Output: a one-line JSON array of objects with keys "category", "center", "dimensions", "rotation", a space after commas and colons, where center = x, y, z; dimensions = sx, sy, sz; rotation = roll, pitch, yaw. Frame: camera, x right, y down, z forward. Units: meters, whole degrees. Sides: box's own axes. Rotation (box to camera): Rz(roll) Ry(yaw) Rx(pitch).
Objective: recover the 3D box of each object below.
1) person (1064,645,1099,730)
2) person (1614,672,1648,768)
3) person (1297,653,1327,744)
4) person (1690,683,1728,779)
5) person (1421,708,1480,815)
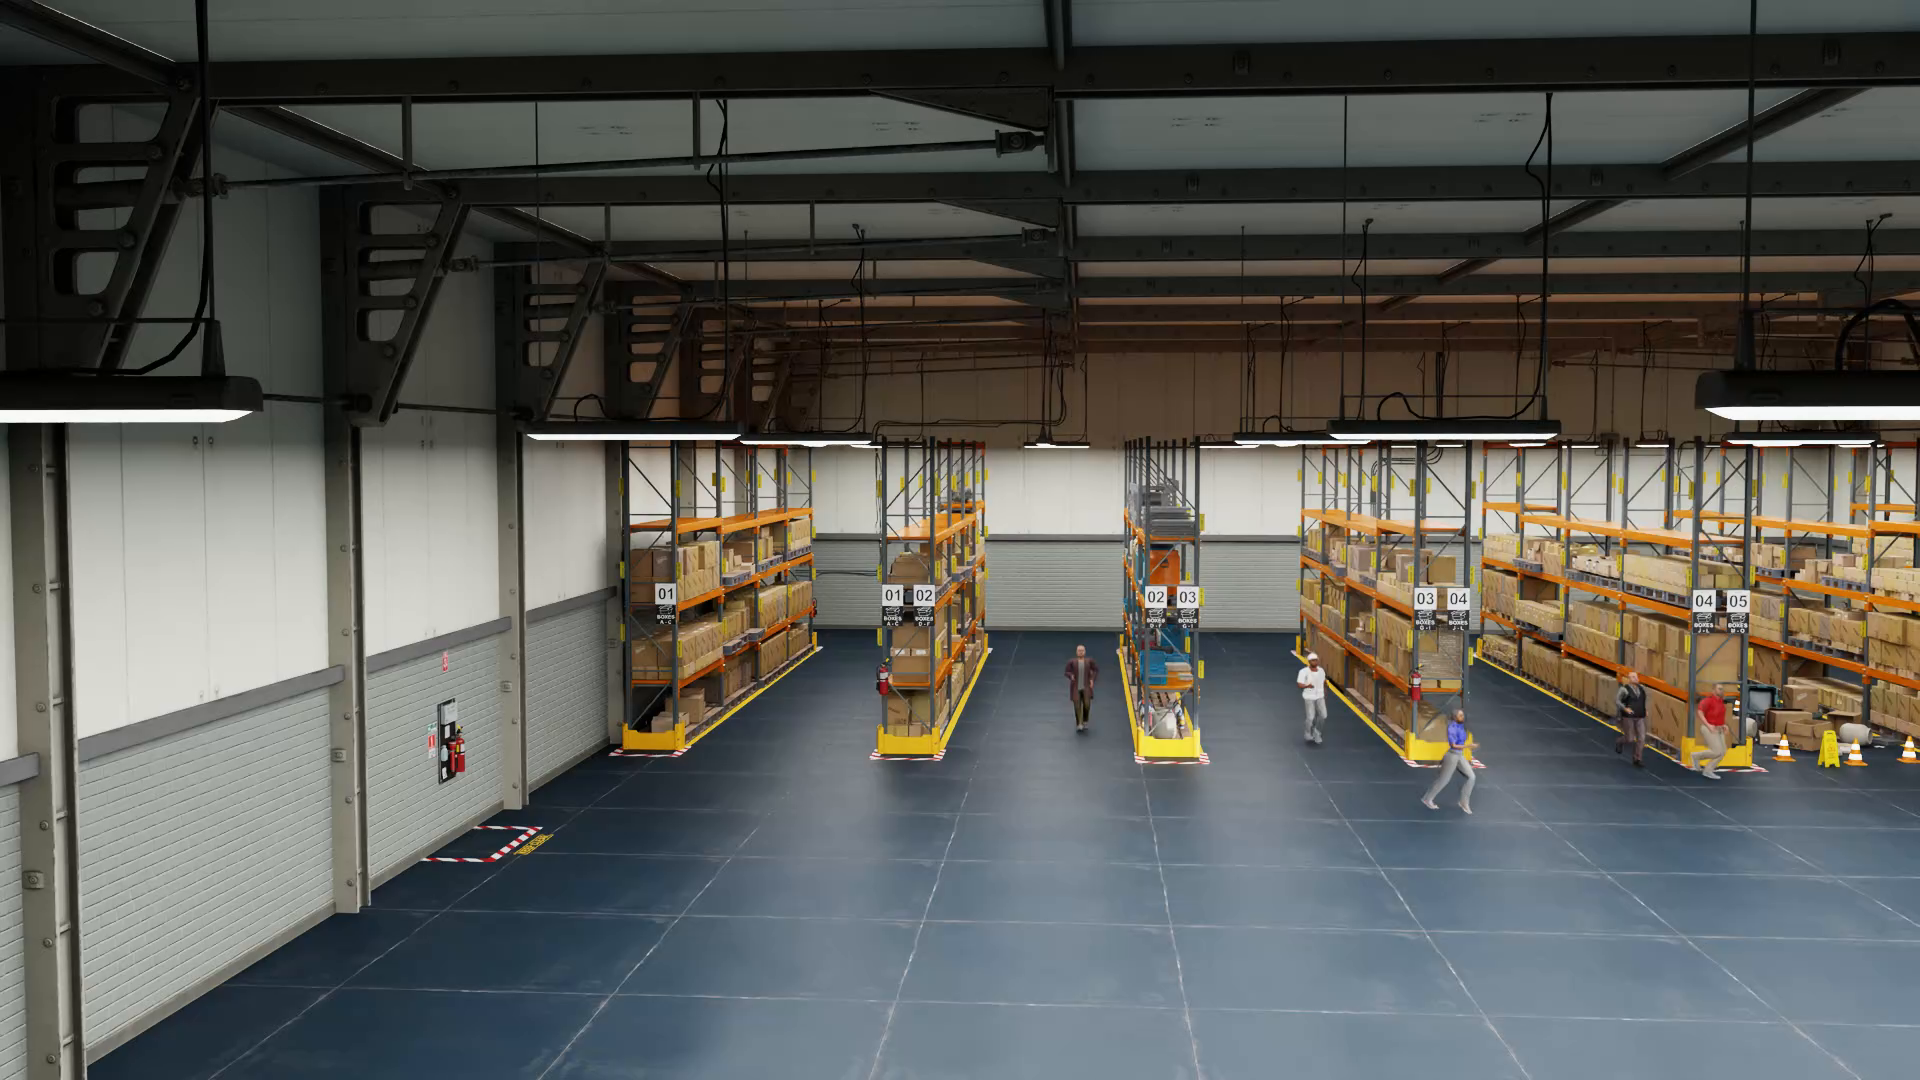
[{"category": "person", "center": [2.476, 3.029, 33.901], "dimensions": [0.697, 1.741, 0.639], "rotation": [0, 3, 5]}, {"category": "person", "center": [12.307, 3.261, 30.402], "dimensions": [0.680, 1.700, 0.847], "rotation": [0, 3, -9]}, {"category": "person", "center": [6.936, 3.110, 32.509], "dimensions": [0.676, 1.783, 0.661], "rotation": [-1, 3, -10]}, {"category": "person", "center": [13.156, 3.336, 29.160], "dimensions": [0.649, 1.680, 0.574], "rotation": [-3, 4, -39]}, {"category": "person", "center": [7.787, 3.495, 26.290], "dimensions": [0.885, 1.697, 0.584], "rotation": [2, 4, 38]}]
